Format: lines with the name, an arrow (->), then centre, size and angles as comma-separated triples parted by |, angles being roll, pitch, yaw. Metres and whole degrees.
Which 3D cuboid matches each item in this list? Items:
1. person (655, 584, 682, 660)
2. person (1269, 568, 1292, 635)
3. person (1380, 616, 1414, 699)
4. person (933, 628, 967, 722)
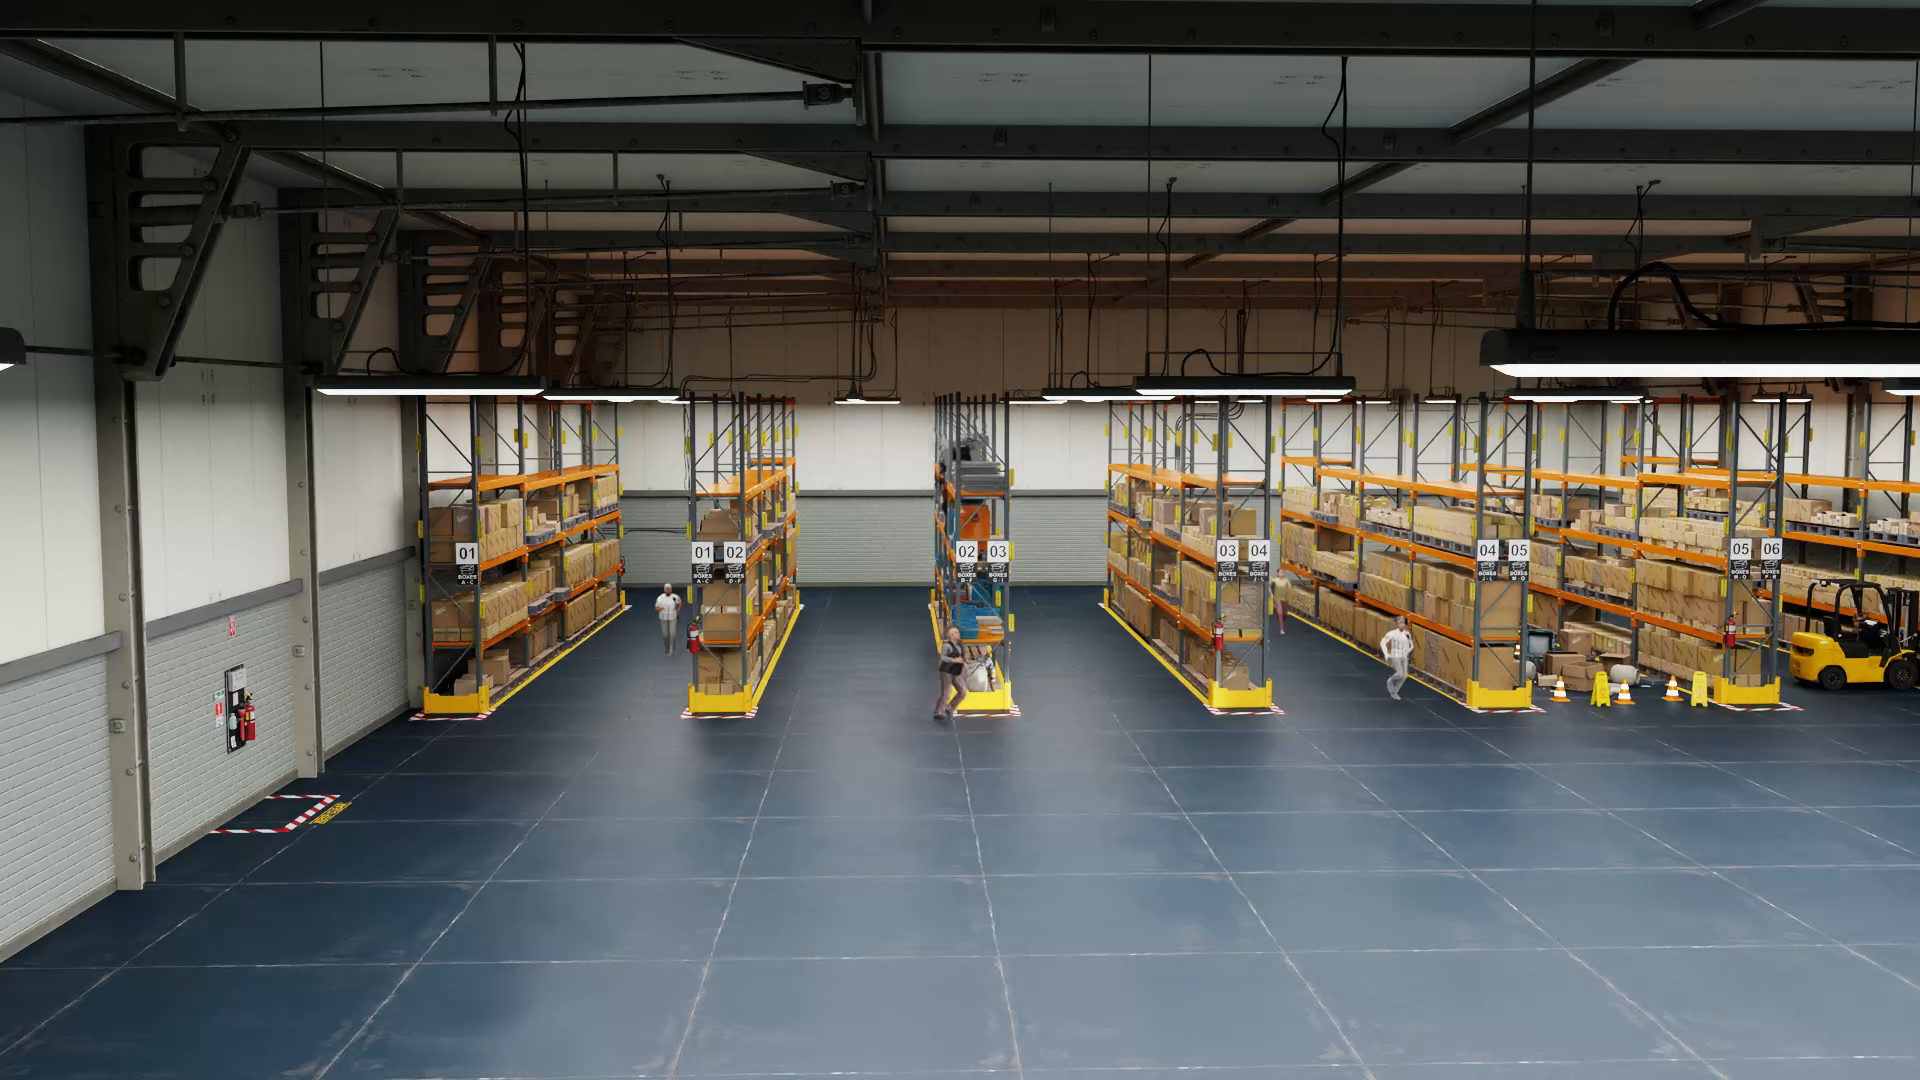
person -> -6.656, 1.837, 37.942 | 0.598, 1.691, 0.874 | -1, 5, -7
person -> 8.093, 1.526, 41.988 | 0.586, 1.645, 0.914 | 0, 5, -3
person -> 8.602, 2.298, 32.507 | 0.612, 1.636, 0.526 | -1, 5, -16
person -> -0.107, 2.465, 30.239 | 0.685, 1.724, 0.663 | 4, 6, 42
